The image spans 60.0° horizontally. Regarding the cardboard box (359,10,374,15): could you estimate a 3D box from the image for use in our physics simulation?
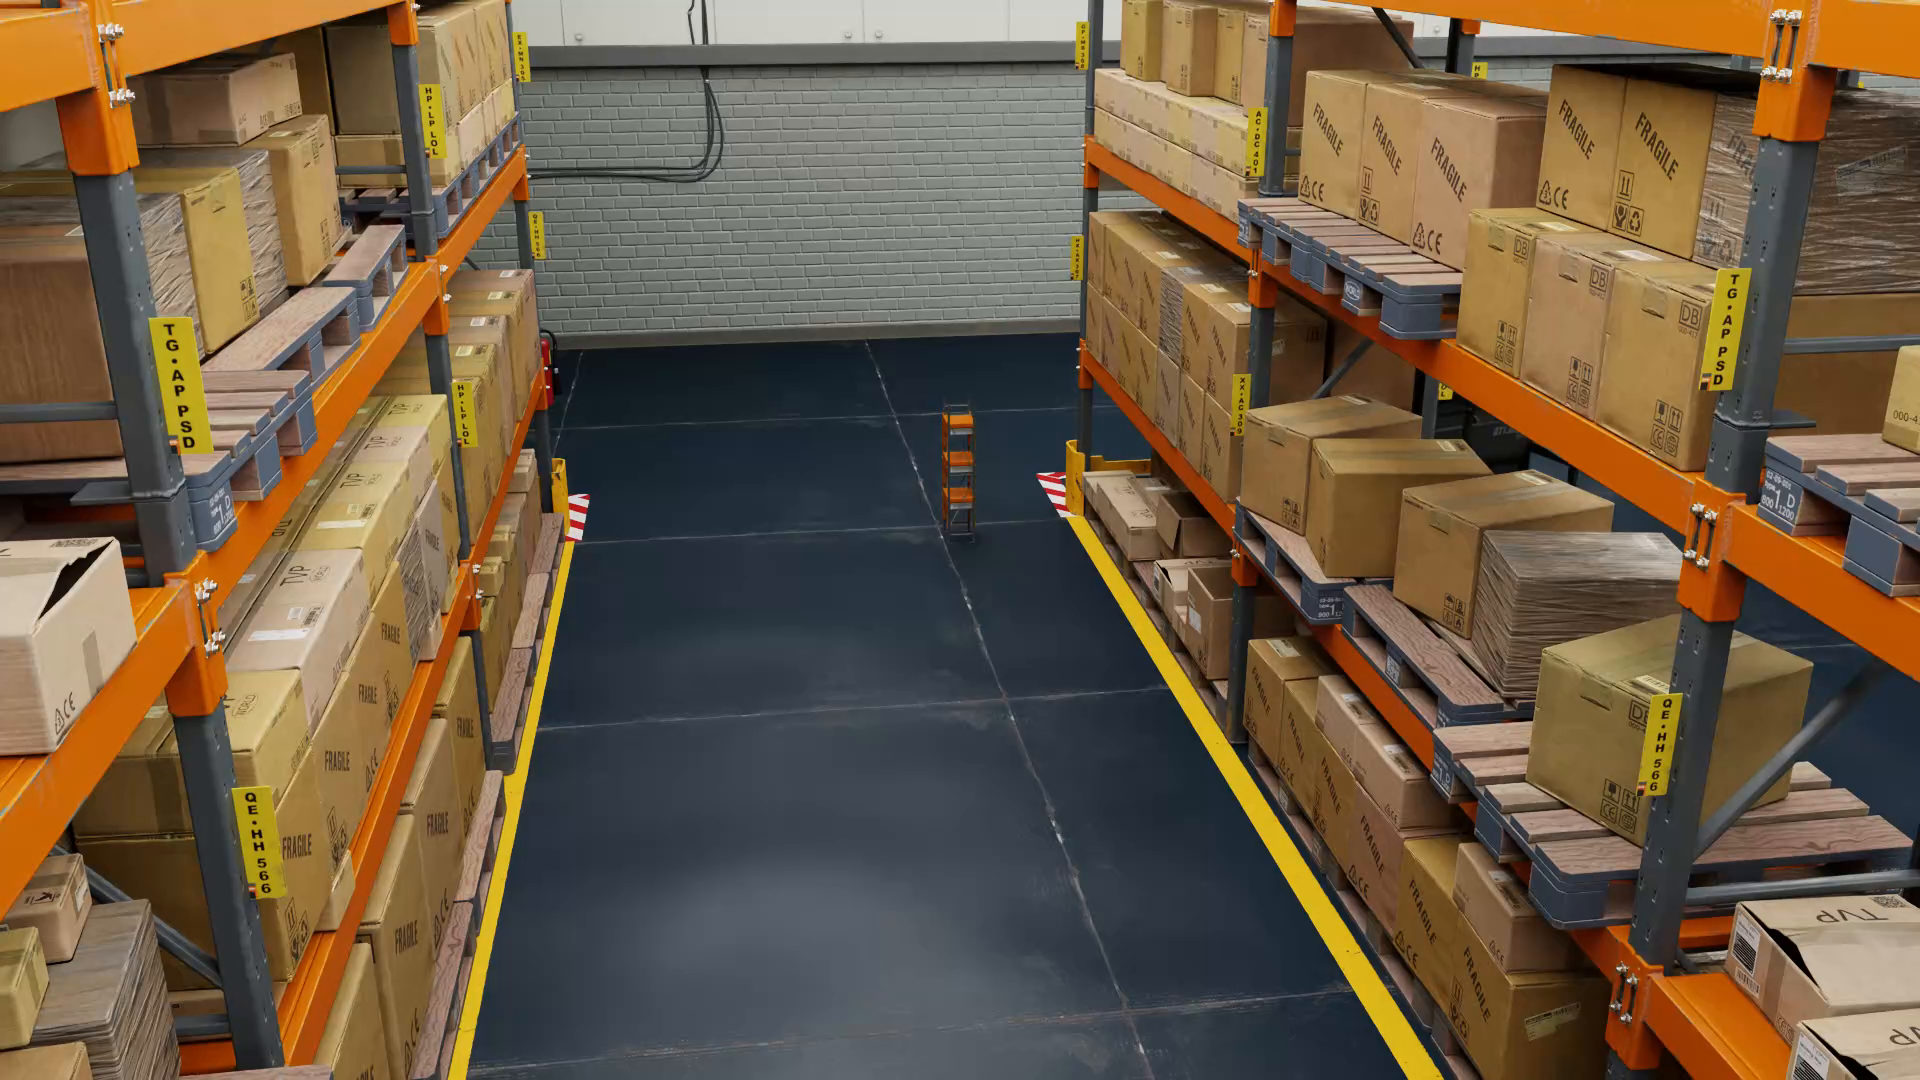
[{"bbox_3d":[-3.425,-2.585,8.962,0.500,0.500,0.500,-4,21,-10],"label":"cardboard box"}]

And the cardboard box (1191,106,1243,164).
[{"bbox_3d":[1.572,-2.214,9.070,0.500,0.250,0.500,-3,21,-8],"label":"cardboard box"}]

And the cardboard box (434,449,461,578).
[{"bbox_3d":[-2.605,-0.114,7.639,0.500,0.500,0.500,-3,21,-9],"label":"cardboard box"}]

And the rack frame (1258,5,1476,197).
[{"bbox_3d":[1.980,-3.128,7.728,1.000,3.000,0.127,-3,21,-8],"label":"rack frame"}]

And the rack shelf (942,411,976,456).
[{"bbox_3d":[-0.008,-0.766,11.986,0.215,0.259,0.240,-3,21,-8],"label":"rack shelf"}]

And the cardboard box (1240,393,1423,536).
[{"bbox_3d":[1.827,-0.385,8.218,0.700,0.500,0.500,-10,23,-26],"label":"cardboard box"}]

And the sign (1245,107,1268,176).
[{"bbox_3d":[1.444,-1.934,8.082,0.100,0.325,0.005,-3,21,-8],"label":"sign"}]

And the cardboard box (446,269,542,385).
[{"bbox_3d":[-3.415,-1.415,11.290,0.980,0.700,0.700,-2,21,-5],"label":"cardboard box"}]

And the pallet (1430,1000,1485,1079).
[{"bbox_3d":[2.486,2.114,6.255,1.003,0.211,1.213,-3,21,-8],"label":"pallet"}]

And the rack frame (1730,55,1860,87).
[{"bbox_3d":[6.306,-4.761,12.102,1.000,3.000,0.127,-3,21,-8],"label":"rack frame"}]

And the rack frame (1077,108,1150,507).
[{"bbox_3d":[1.403,-1.702,12.486,1.000,3.000,0.127,-3,21,-8],"label":"rack frame"}]

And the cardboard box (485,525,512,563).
[{"bbox_3d":[-2.872,0.032,9.889,0.380,0.149,0.250,-4,21,-9],"label":"cardboard box"}]

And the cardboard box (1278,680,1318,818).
[{"bbox_3d":[1.897,1.012,8.164,0.500,0.500,0.500,-3,21,-7],"label":"cardboard box"}]

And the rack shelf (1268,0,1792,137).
[{"bbox_3d":[2.268,-1.911,6.070,1.077,0.370,4.000,-3,21,-8],"label":"rack shelf"}]

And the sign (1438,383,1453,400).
[{"bbox_3d":[2.529,-0.889,8.654,0.100,0.325,0.005,-3,21,-8],"label":"sign"}]

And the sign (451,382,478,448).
[{"bbox_3d":[-2.386,-0.602,7.999,0.100,0.325,0.005,-3,21,-8],"label":"sign"}]

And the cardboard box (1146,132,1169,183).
[{"bbox_3d":[1.437,-2.327,10.086,0.500,0.250,0.500,-3,21,-8],"label":"cardboard box"}]

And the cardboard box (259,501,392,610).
[{"bbox_3d":[-2.389,0.066,6.083,0.500,0.250,0.500,-3,21,-9],"label":"cardboard box"}]

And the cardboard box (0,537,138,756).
[{"bbox_3d":[-1.974,0.182,3.254,0.500,0.311,0.500,-3,21,-8],"label":"cardboard box"}]

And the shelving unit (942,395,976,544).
[{"bbox_3d":[-0.008,-0.510,12.082,0.215,1.050,0.252,-3,21,-8],"label":"shelving unit"}]

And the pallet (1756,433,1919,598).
[{"bbox_3d":[2.743,-0.018,3.961,1.213,0.211,1.003,-2,21,-5],"label":"pallet"}]

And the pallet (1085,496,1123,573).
[{"bbox_3d":[1.530,-0.093,12.165,1.003,0.211,1.213,-3,21,-8],"label":"pallet"}]

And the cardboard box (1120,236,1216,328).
[{"bbox_3d":[1.357,-1.696,10.899,0.500,0.500,0.500,-3,21,-7],"label":"cardboard box"}]

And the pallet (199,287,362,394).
[{"bbox_3d":[-2.654,-0.605,5.532,1.003,0.211,1.213,-2,21,-5],"label":"pallet"}]

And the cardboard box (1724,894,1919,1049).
[{"bbox_3d":[2.566,1.238,4.743,0.500,0.311,0.500,-2,21,-4],"label":"cardboard box"}]

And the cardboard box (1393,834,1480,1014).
[{"bbox_3d":[2.115,1.542,6.746,0.500,0.500,0.500,-4,21,-10],"label":"cardboard box"}]

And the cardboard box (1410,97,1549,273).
[{"bbox_3d":[2.175,-1.373,6.432,0.600,0.600,0.600,-4,21,-10],"label":"cardboard box"}]

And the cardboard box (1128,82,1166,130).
[{"bbox_3d":[1.363,-2.734,10.462,0.500,0.250,0.500,-3,21,-8],"label":"cardboard box"}]

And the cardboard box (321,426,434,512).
[{"bbox_3d":[-2.537,-0.287,7.028,0.500,0.250,0.500,-2,21,-7],"label":"cardboard box"}]

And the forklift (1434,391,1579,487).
[{"bbox_3d":[3.689,-1.214,11.278,1.130,2.935,3.031,-9,22,-23],"label":"forklift"}]

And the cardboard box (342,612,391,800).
[{"bbox_3d":[-2.298,0.589,5.756,0.500,0.500,0.500,-3,21,-8],"label":"cardboard box"}]

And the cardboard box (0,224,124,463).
[{"bbox_3d":[-2.470,-0.501,4.212,0.700,0.500,0.500,-5,21,-12],"label":"cardboard box"}]

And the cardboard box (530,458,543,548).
[{"bbox_3d":[-3.298,-0.239,11.542,0.700,0.500,0.500,-3,21,-8],"label":"cardboard box"}]

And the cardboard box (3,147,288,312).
[{"bbox_3d":[-2.750,-1.048,5.676,0.700,0.500,0.500,-3,21,-8],"label":"cardboard box"}]

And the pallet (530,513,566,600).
[{"bbox_3d":[-3.305,0.128,11.571,1.003,0.211,1.213,-3,21,-8],"label":"pallet"}]

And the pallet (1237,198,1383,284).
[{"bbox_3d":[2.005,-1.405,7.672,1.213,0.211,1.003,-3,21,-8],"label":"pallet"}]

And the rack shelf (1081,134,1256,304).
[{"bbox_3d":[1.692,-2.078,10.233,1.077,0.370,4.000,-3,21,-8],"label":"rack shelf"}]

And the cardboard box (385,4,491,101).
[{"bbox_3d":[-2.978,-2.787,9.503,0.500,0.500,0.500,-4,21,-10],"label":"cardboard box"}]

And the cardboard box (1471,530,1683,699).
[{"bbox_3d":[2.411,0.286,6.421,0.700,0.500,0.500,1,20,2],"label":"cardboard box"}]

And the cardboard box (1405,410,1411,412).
[{"bbox_3d":[2.176,-0.554,9.270,0.500,0.500,0.500,-2,21,-6],"label":"cardboard box"}]

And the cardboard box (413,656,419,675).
[{"bbox_3d":[-2.474,0.500,6.922,0.380,0.149,0.250,-3,21,-8],"label":"cardboard box"}]

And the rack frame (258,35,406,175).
[{"bbox_3d":[-2.918,-2.877,7.057,0.949,2.616,0.053,-3,21,-8],"label":"rack frame"}]

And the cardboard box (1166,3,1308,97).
[{"bbox_3d":[1.640,-2.923,9.895,0.700,0.500,0.500,-3,21,-8],"label":"cardboard box"}]

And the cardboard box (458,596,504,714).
[{"bbox_3d":[-2.928,0.644,9.177,0.700,0.500,0.500,-3,21,-7],"label":"cardboard box"}]

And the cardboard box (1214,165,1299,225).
[{"bbox_3d":[1.647,-1.807,8.694,0.500,0.250,0.500,-3,21,-8],"label":"cardboard box"}]

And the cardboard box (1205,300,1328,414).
[{"bbox_3d":[1.651,-0.994,9.019,0.500,0.500,0.500,-3,21,-7],"label":"cardboard box"}]

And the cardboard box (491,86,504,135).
[{"bbox_3d":[-3.054,-2.609,10.099,0.500,0.250,0.500,-4,21,-10],"label":"cardboard box"}]

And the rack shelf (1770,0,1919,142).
[{"bbox_3d":[2.845,-0.526,2.362,1.077,0.370,4.000,-3,21,-8],"label":"rack shelf"}]

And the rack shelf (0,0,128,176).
[{"bbox_3d":[-2.056,-0.275,1.690,1.077,0.370,4.000,-3,21,-8],"label":"rack shelf"}]

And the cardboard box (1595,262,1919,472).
[{"bbox_3d":[2.460,-0.534,4.928,0.910,0.500,0.500,-3,21,-8],"label":"cardboard box"}]

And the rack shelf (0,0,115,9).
[{"bbox_3d":[-2.633,-1.785,5.351,0.919,0.052,3.809,-3,21,-8],"label":"rack shelf"}]

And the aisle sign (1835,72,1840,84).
[{"bbox_3d":[6.585,-3.208,12.803,0.394,0.787,0.004,-3,21,-8],"label":"aisle sign"}]

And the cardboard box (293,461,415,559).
[{"bbox_3d":[-2.463,-0.110,6.555,0.500,0.250,0.500,-3,21,-7],"label":"cardboard box"}]

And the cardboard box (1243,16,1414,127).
[{"bbox_3d":[1.872,-2.404,8.506,0.700,0.500,0.500,-3,21,-8],"label":"cardboard box"}]

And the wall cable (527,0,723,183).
[{"bbox_3d":[-3.960,-4.783,16.599,3.097,2.526,0.112,-3,21,-8],"label":"wall cable"}]

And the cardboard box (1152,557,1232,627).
[{"bbox_3d":[1.509,0.294,10.357,0.500,0.311,0.500,-3,21,-8],"label":"cardboard box"}]

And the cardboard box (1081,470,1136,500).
[{"bbox_3d":[1.124,-0.410,12.473,0.380,0.149,0.250,-3,21,-8],"label":"cardboard box"}]

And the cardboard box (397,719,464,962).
[{"bbox_3d":[-2.568,1.270,7.000,0.750,0.750,0.750,-2,21,-6],"label":"cardboard box"}]
